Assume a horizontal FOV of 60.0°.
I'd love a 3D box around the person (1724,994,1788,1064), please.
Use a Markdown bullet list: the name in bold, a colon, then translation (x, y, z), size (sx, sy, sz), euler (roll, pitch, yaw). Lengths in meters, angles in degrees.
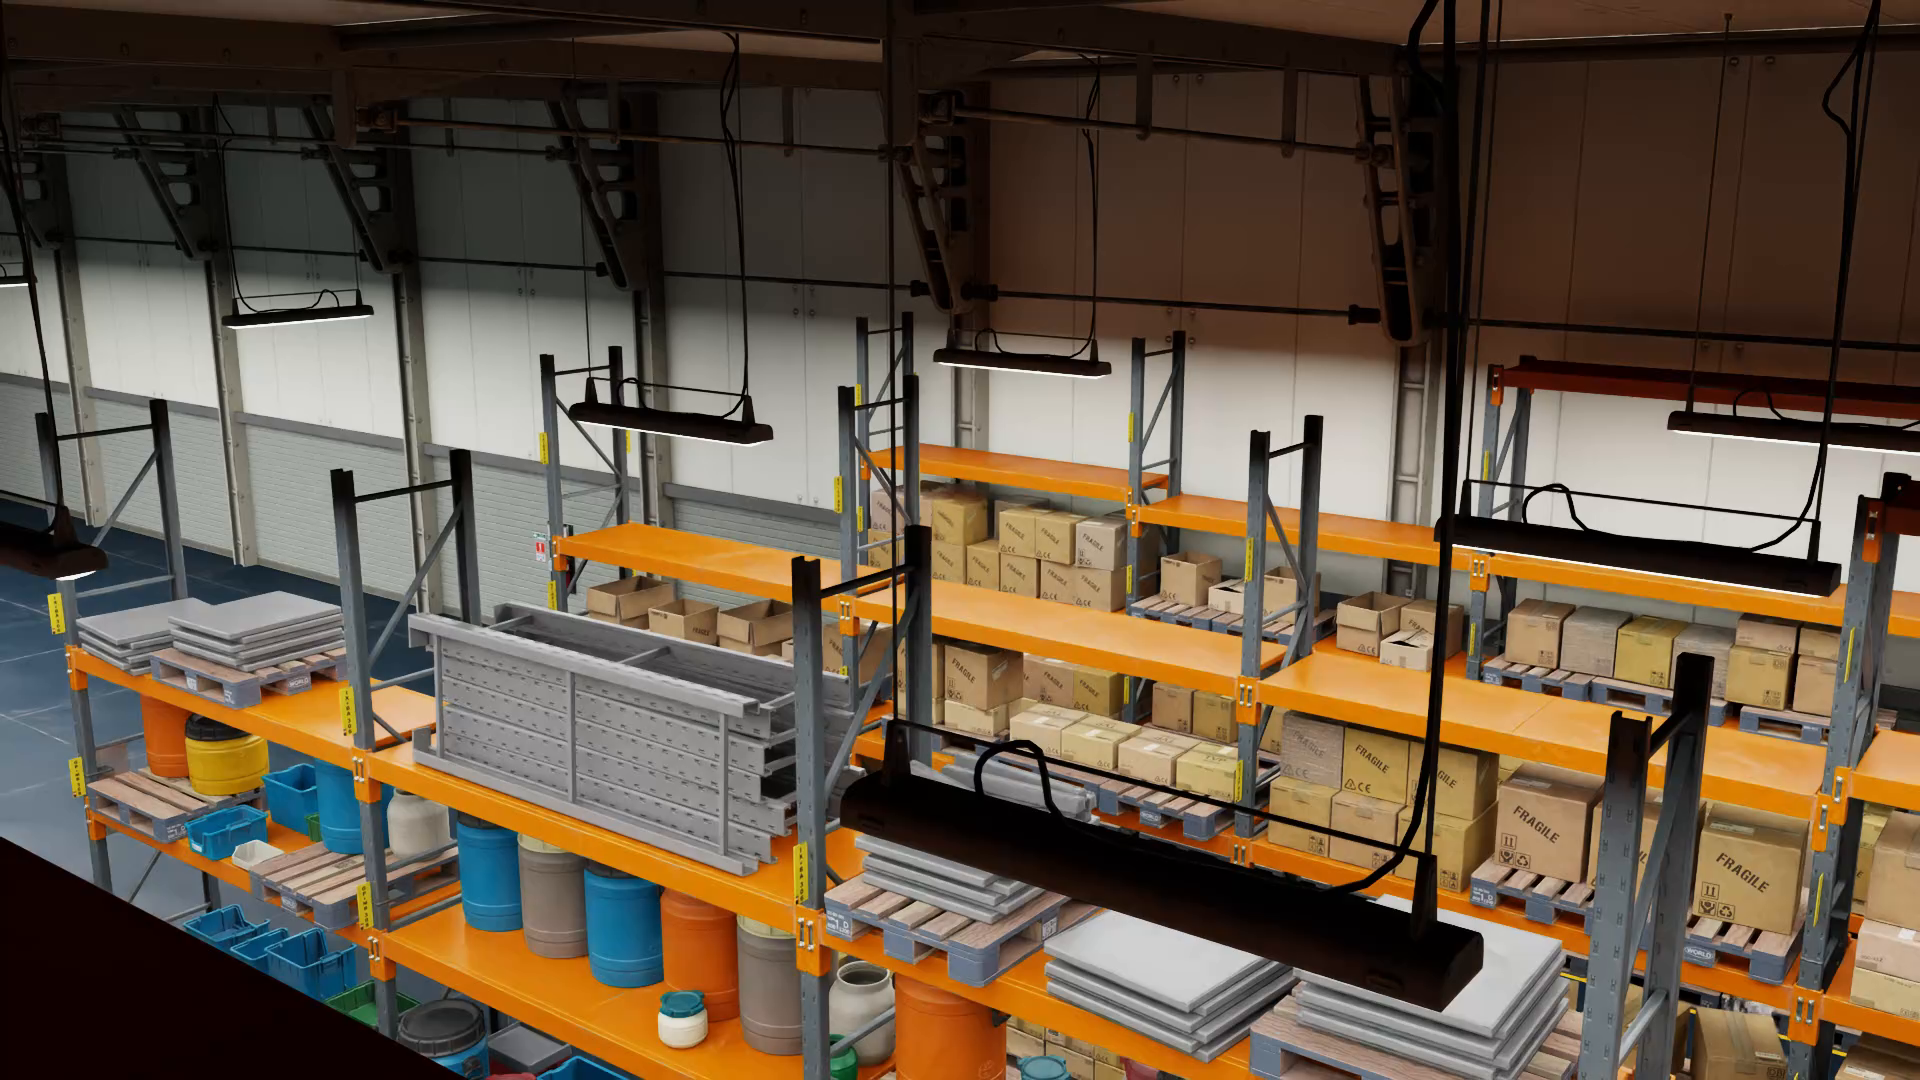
- **person**: translation (6.766, 4.033, 14.184), size (1.049, 1.622, 0.508), euler (9, 16, 35)
